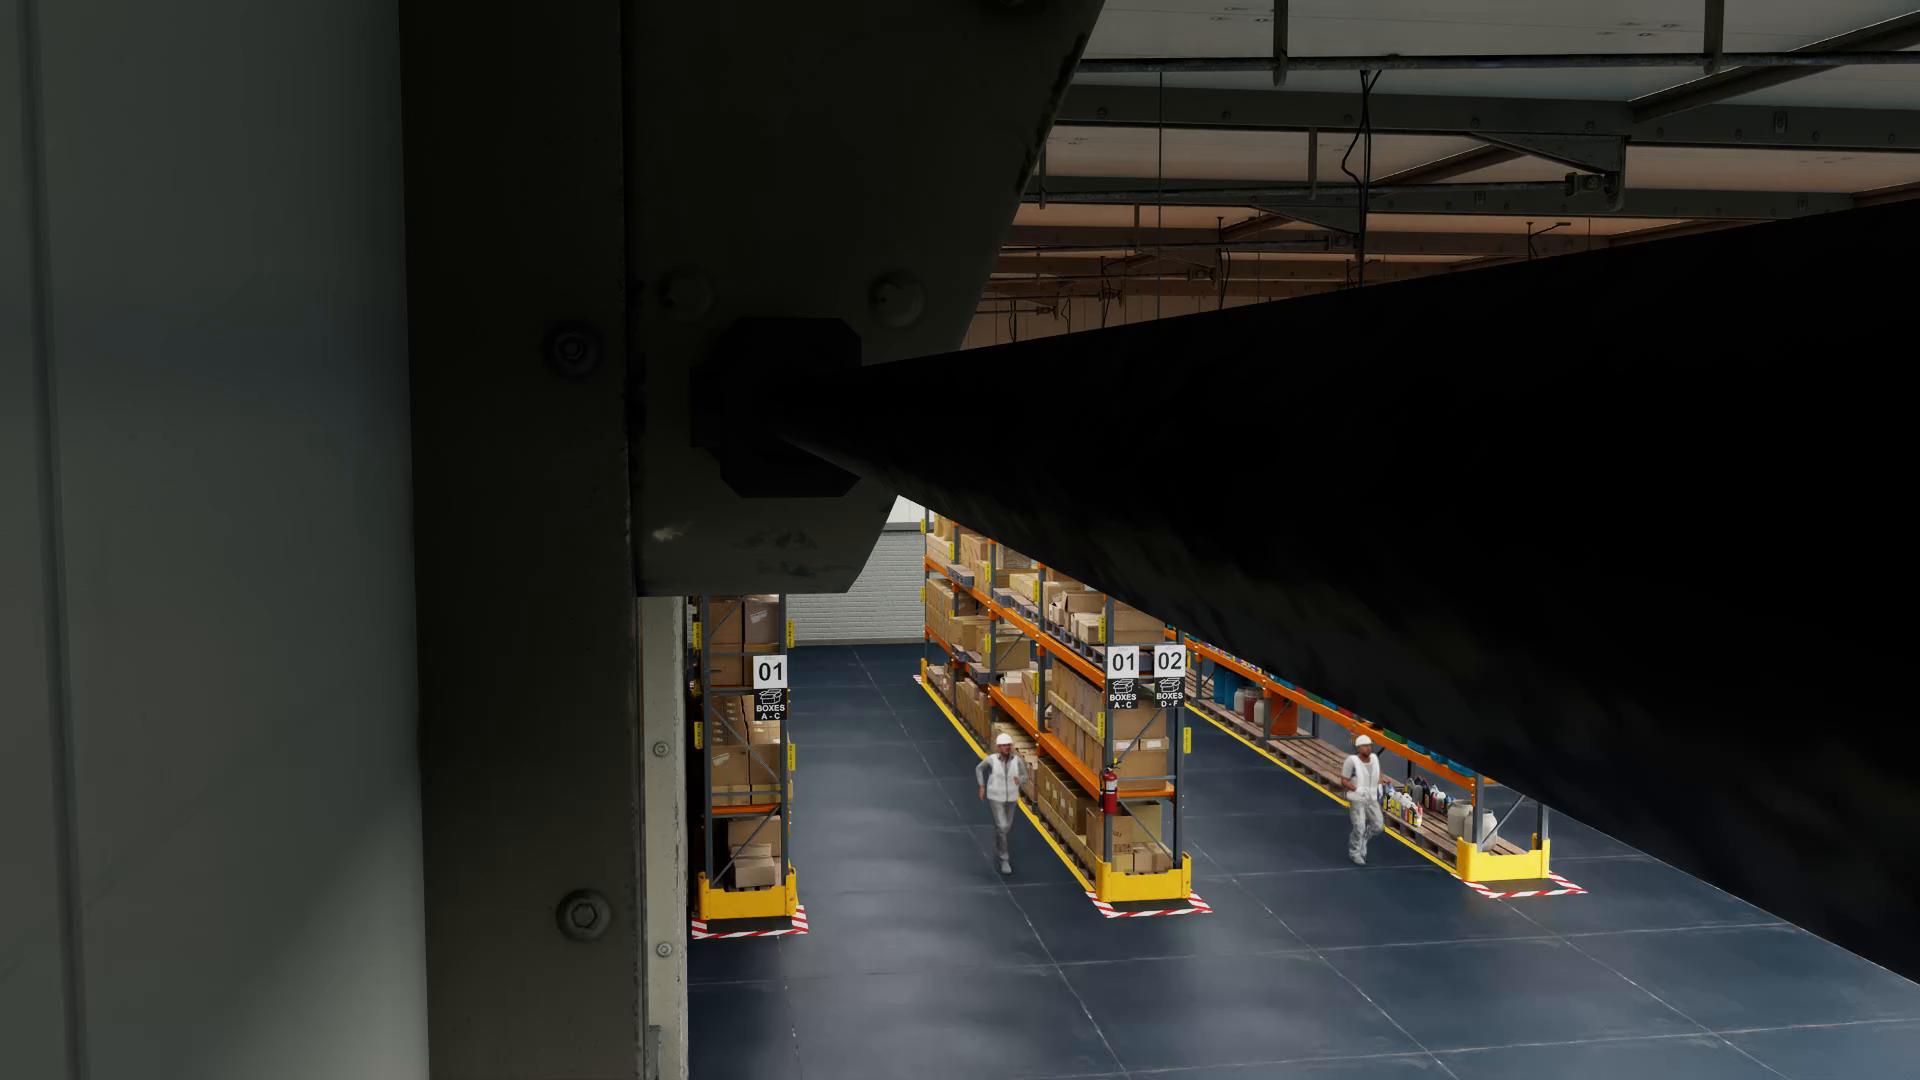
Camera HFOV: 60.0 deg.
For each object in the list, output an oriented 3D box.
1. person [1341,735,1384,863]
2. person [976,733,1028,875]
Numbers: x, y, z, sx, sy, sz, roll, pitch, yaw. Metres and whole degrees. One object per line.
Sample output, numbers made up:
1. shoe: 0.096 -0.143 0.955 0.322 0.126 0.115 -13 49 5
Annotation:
1. person: 5.456 3.490 22.355 0.712 1.745 0.601 -2 5 -21
2. person: 0.576 3.471 22.253 0.627 1.810 0.865 -2 5 -20
